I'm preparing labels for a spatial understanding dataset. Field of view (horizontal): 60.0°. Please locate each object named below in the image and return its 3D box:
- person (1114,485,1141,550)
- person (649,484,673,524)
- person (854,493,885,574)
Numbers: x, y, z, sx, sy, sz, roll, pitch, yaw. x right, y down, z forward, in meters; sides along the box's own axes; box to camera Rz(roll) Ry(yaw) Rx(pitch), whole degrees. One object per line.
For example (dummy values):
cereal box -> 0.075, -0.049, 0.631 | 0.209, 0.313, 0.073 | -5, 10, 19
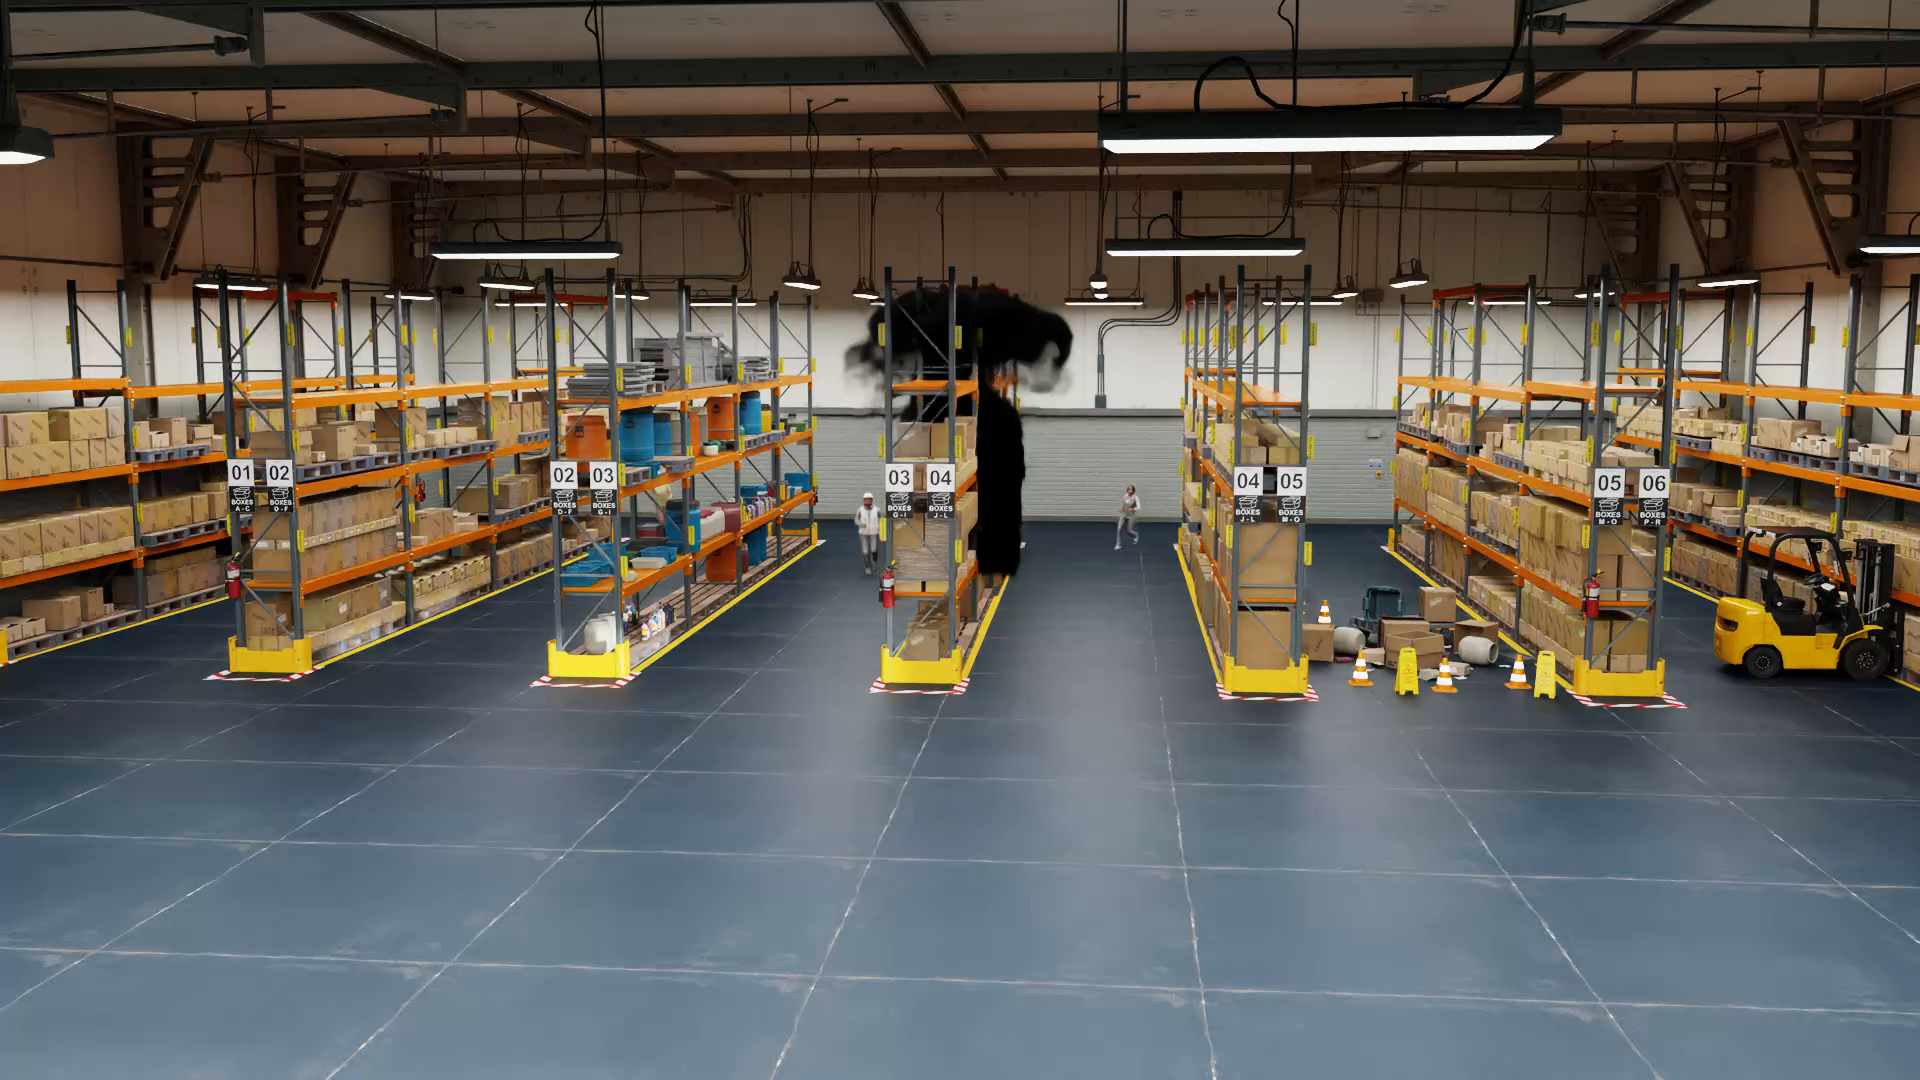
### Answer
person -> 4.038, -0.537, 39.537 | 0.568, 1.555, 0.699 | 5, 8, 33
person -> -7.421, -0.822, 41.291 | 0.593, 1.652, 0.800 | -2, 7, -18
person -> -1.915, -0.135, 35.178 | 0.643, 1.732, 0.603 | 0, 7, -1
